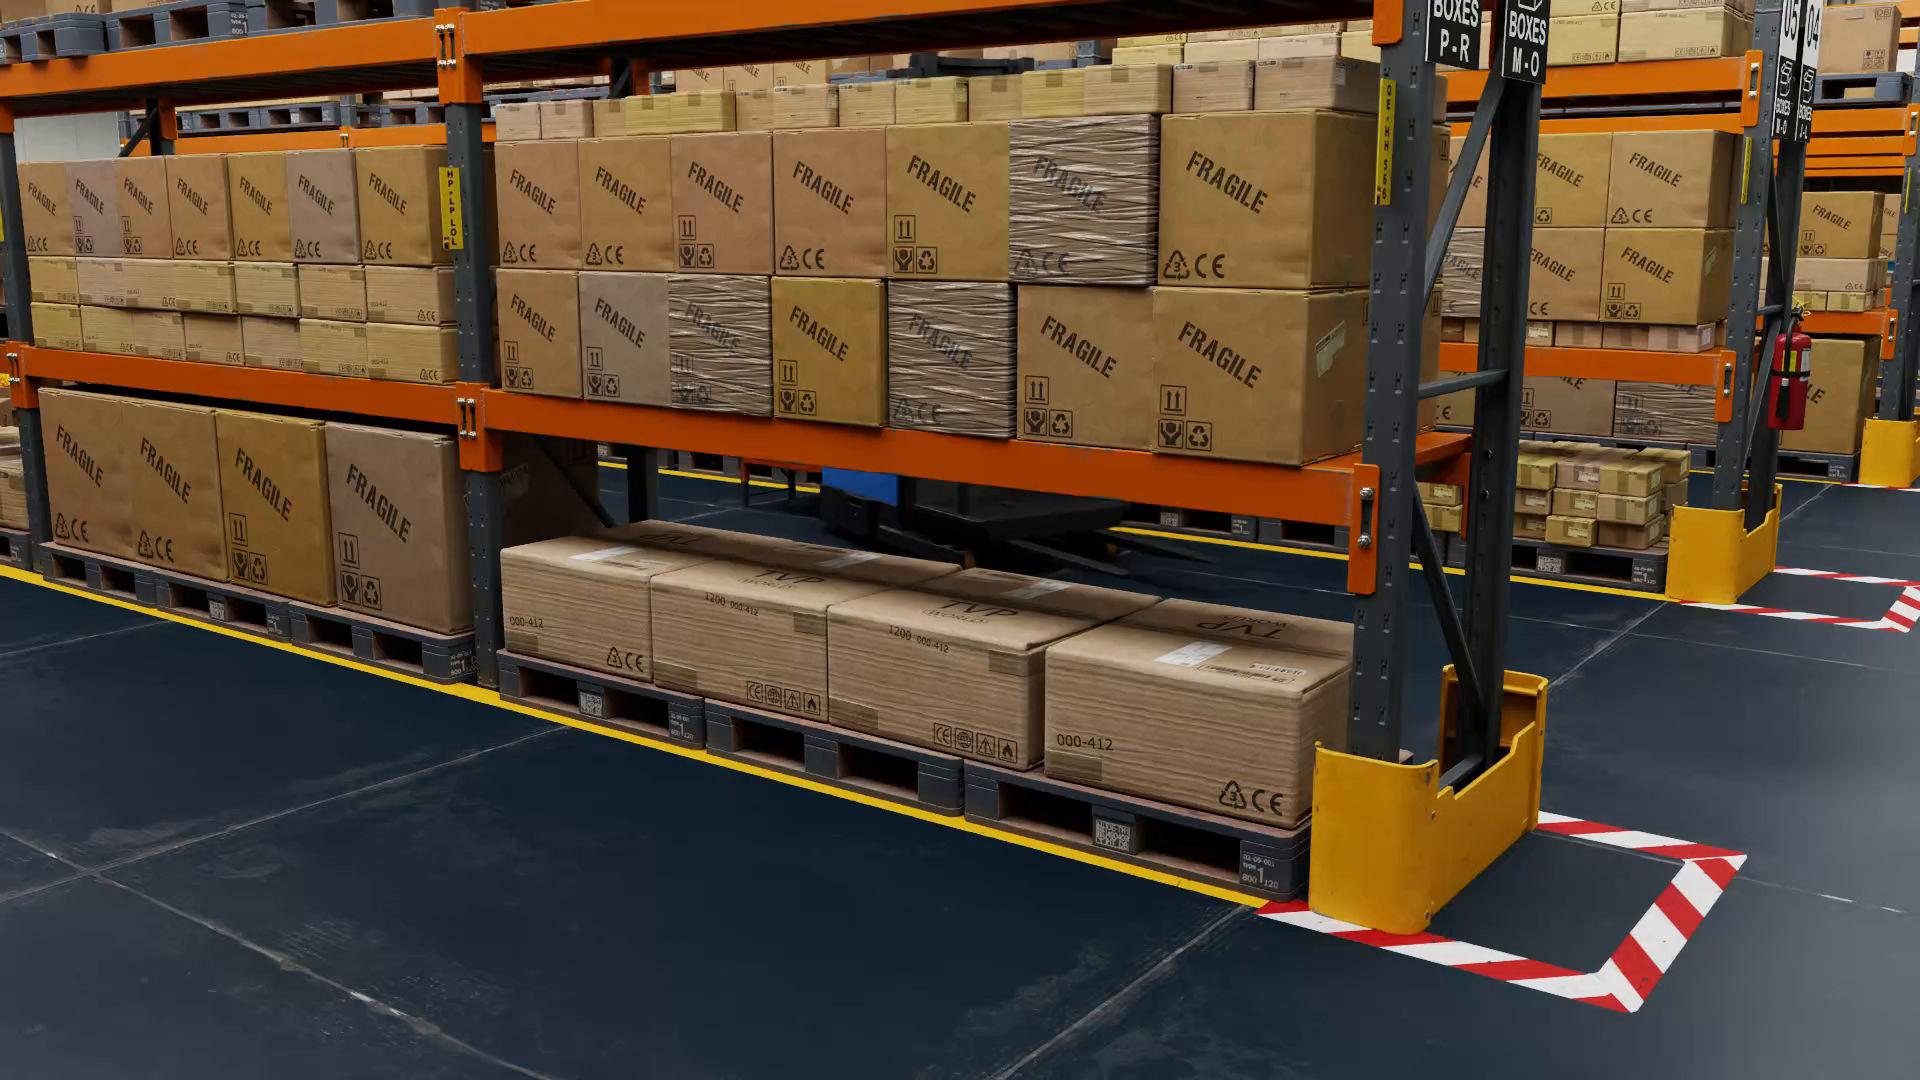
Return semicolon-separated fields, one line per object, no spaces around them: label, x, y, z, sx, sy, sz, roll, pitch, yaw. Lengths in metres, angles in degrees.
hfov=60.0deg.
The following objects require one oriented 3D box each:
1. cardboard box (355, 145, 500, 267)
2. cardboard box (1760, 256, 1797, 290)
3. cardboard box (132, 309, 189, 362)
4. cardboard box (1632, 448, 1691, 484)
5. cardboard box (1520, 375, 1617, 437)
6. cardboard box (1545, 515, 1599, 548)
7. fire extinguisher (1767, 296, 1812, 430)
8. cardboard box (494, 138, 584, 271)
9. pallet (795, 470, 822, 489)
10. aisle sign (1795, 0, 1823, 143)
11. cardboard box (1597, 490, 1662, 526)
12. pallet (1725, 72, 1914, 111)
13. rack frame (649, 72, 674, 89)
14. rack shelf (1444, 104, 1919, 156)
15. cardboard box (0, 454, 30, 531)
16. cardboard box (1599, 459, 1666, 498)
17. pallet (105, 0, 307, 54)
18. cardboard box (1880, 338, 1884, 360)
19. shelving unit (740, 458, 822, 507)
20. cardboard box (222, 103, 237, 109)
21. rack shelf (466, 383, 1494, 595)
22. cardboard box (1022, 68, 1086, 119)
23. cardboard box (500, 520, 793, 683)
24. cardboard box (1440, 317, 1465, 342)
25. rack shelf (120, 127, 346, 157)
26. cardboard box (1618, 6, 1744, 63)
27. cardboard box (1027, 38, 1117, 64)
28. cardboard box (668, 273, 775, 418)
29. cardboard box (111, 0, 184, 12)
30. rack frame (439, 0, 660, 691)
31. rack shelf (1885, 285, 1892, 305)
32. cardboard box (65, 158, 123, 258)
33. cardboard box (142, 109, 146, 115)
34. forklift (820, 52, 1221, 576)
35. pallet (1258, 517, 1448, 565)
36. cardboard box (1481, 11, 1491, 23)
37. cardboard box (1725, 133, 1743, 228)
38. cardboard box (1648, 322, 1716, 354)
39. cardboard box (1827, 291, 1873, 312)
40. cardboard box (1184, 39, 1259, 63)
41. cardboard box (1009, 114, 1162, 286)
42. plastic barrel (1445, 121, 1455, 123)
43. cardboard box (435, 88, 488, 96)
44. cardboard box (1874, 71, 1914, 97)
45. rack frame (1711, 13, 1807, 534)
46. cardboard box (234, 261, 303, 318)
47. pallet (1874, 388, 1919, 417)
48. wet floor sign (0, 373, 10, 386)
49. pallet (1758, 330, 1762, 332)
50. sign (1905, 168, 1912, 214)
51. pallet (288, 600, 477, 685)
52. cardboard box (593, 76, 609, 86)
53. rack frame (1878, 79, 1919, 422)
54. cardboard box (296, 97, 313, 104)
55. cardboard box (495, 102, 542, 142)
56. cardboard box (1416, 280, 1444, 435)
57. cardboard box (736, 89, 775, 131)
cardboard box;-2.265;-1.457;7.268;0.500;0.500;0.500;8;14;37
cardboard box;6.378;-2.116;13.182;0.500;0.250;0.500;8;13;35
cardboard box;-3.891;-1.073;8.573;0.500;0.250;0.500;9;14;37
cardboard box;4.095;-0.434;9.711;0.250;0.149;0.380;7;13;33
cardboard box;5.320;-1.398;14.346;0.875;0.875;0.875;8;13;36
cardboard box;3.502;-0.072;9.404;0.250;0.149;0.380;8;14;37
fire extinguisher;4.246;-0.905;8.494;0.183;0.674;0.296;8;13;36
cardboard box;-1.516;-1.355;6.739;0.500;0.500;0.500;8;14;36
pallet;-0.523;-0.530;12.712;1.213;0.211;1.003;8;13;36
aisle sign;4.553;-2.539;8.911;0.004;0.787;0.394;8;13;36
cardboard box;3.722;-0.193;9.247;0.250;0.149;0.380;8;13;34
pallet;6.730;-3.484;12.976;1.213;0.211;1.003;8;13;36
rack frame;-2.132;-5.070;13.043;0.127;3.000;1.000;8;13;36
rack shelf;5.722;-3.317;13.775;4.000;0.370;1.077;8;13;36
cardboard box;-5.430;-0.336;10.182;0.625;0.372;0.950;7;13;32
cardboard box;3.740;-0.344;9.245;0.250;0.149;0.380;8;14;36
pallet;-3.527;-2.545;8.390;1.213;0.211;1.003;9;14;38
cardboard box;11.868;-2.490;21.583;0.500;0.250;0.500;8;13;36
shelving unit;-0.982;-0.757;11.484;1.048;1.125;0.538;9;14;40
cardboard box;-7.069;-4.342;16.471;0.250;0.149;0.380;8;13;35
rack shelf;-0.144;-0.327;6.218;4.000;0.370;1.077;8;13;36
cardboard box;0.405;-1.399;5.262;0.250;0.149;0.380;8;14;37
cardboard box;-1.314;0.233;7.066;0.875;0.438;0.875;8;13;35
cardboard box;2.900;-1.253;9.771;0.250;0.149;0.380;7;13;33
rack shelf;-6.968;-3.918;16.883;4.000;0.370;1.077;8;13;36
cardboard box;3.793;-2.634;8.748;0.500;0.250;0.500;8;13;34
cardboard box;0.852;-3.462;11.261;0.500;0.500;0.700;8;14;36
cardboard box;-0.733;-0.747;6.233;0.500;0.500;0.500;8;14;36
cardboard box;-4.070;-3.001;8.877;0.500;0.500;0.700;7;13;33
rack frame;-1.756;-0.905;7.312;0.127;3.000;1.000;8;13;36
rack shelf;8.653;-2.603;17.980;4.000;0.370;1.077;8;13;36
cardboard box;-4.322;-1.748;8.771;0.500;0.500;0.500;8;14;36
cardboard box;-8.287;-4.512;17.351;0.250;0.149;0.380;8;14;36
forklift;0.296;-1.320;9.634;1.130;2.935;3.031;-7;13;-31
pallet;2.642;-0.098;10.482;1.213;0.211;1.003;8;13;36
cardboard box;2.970;-2.997;9.307;0.500;0.250;0.500;8;14;36
cardboard box;4.112;-2.002;9.302;0.500;0.500;0.500;8;13;35
cardboard box;3.886;-1.095;8.953;0.250;0.149;0.380;8;14;36
cardboard box;6.852;-1.839;12.800;0.250;0.149;0.380;8;14;37
cardboard box;1.719;-2.926;10.255;0.500;0.250;0.500;8;13;35
cardboard box;0.500;-1.068;5.255;0.500;0.500;0.500;8;14;36
plastic barrel;5.575;-5.274;19.572;0.708;0.901;0.600;8;13;36
cardboard box;-4.380;-3.981;14.606;0.250;0.149;0.380;8;13;36
cardboard box;11.957;-5.666;21.126;0.500;0.500;0.700;8;13;36
rack frame;4.316;-1.225;8.963;0.127;3.000;1.000;8;13;36
cardboard box;-3.084;-1.202;7.923;0.500;0.250;0.500;8;14;37
pallet;9.624;-1.461;17.524;1.213;0.211;1.003;8;13;36
wet floor sign;-9.775;-1.568;16.935;0.232;0.644;0.267;5;12;26
pallet;13.472;-3.231;26.674;1.213;0.211;1.003;8;13;36
sign;7.001;-2.576;12.276;0.005;0.325;0.100;8;13;36
pallet;-2.423;0.389;7.966;1.213;0.211;1.003;8;13;36
cardboard box;-2.744;-3.771;13.474;0.250;0.166;0.380;8;13;36
rack frame;7.334;-1.973;12.830;0.127;3.000;1.000;8;13;36
cardboard box;-6.042;-4.199;15.731;0.250;0.149;0.380;8;14;36
cardboard box;-1.655;-1.689;6.757;0.250;0.149;0.380;8;13;35
cardboard box;1.251;-0.603;5.484;0.500;0.500;0.500;8;13;35
cardboard box;-0.596;-1.553;6.054;0.250;0.149;0.380;8;13;35
